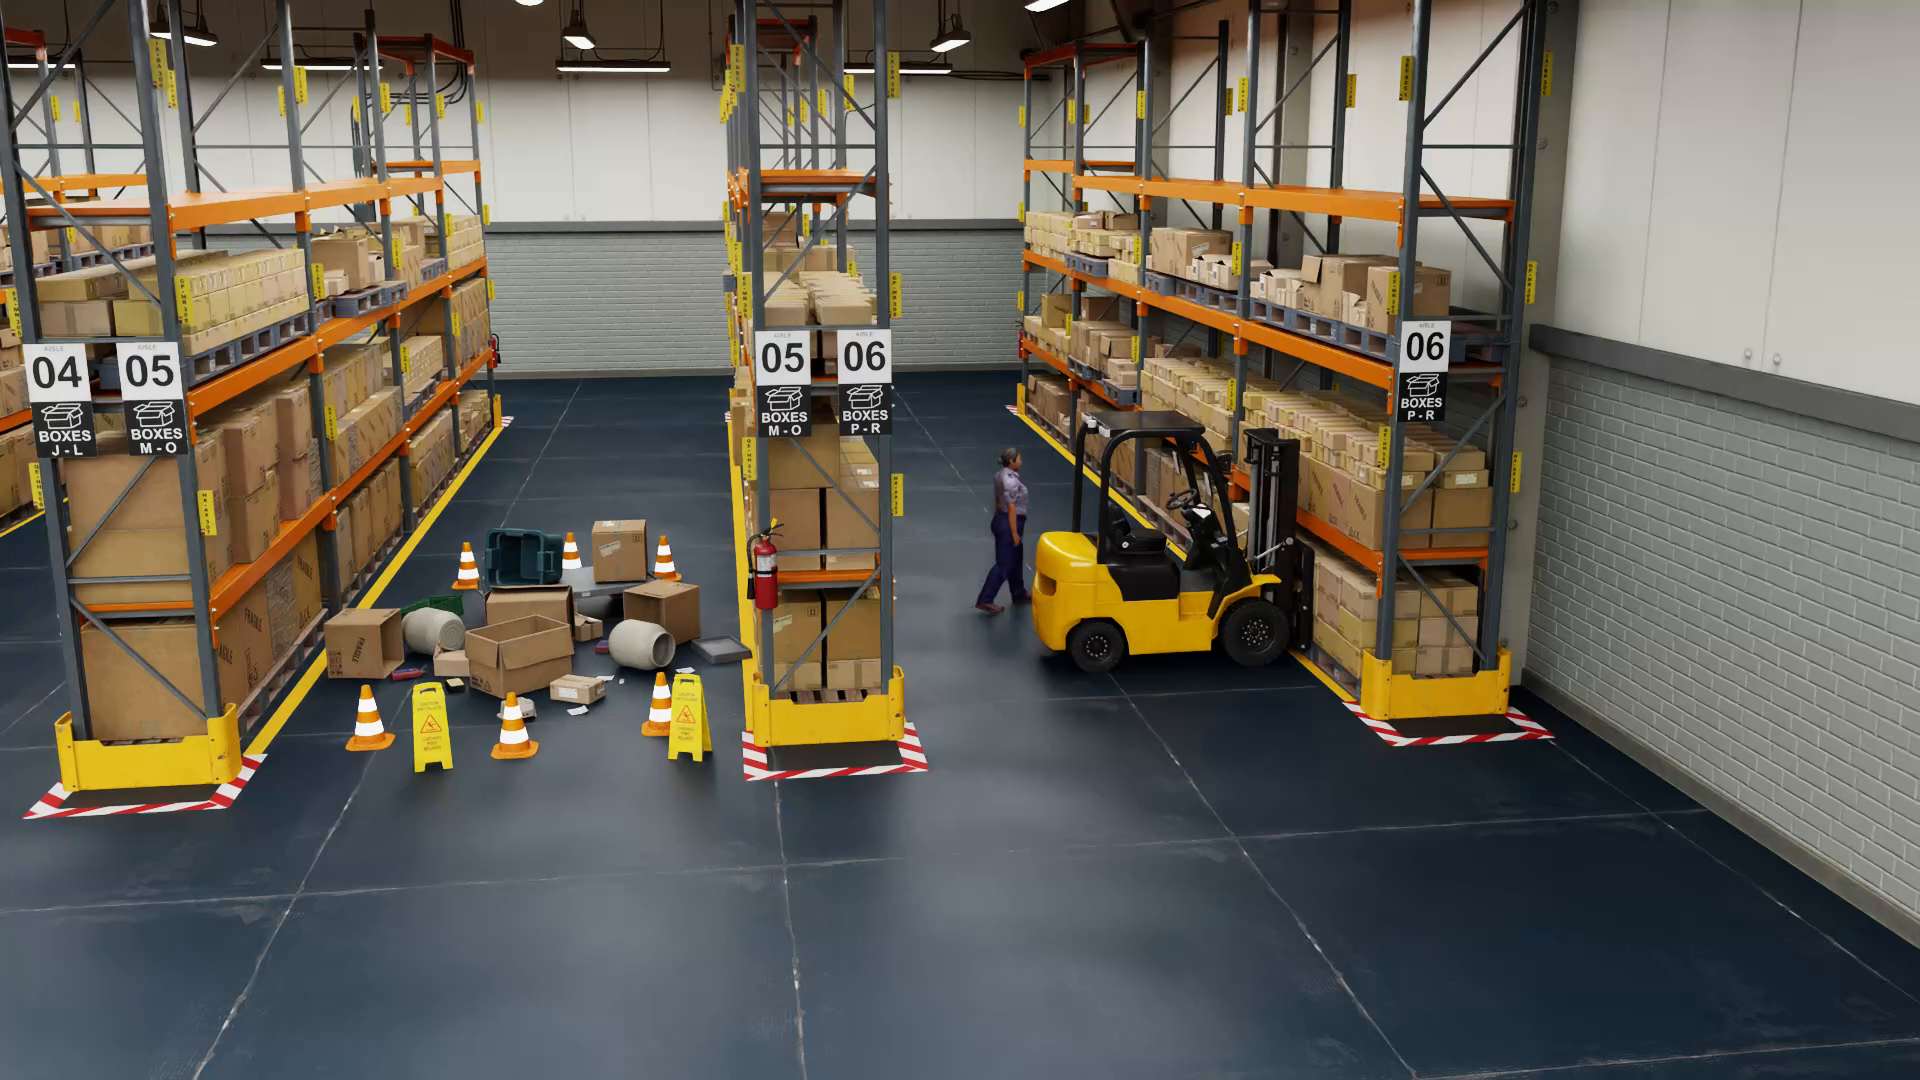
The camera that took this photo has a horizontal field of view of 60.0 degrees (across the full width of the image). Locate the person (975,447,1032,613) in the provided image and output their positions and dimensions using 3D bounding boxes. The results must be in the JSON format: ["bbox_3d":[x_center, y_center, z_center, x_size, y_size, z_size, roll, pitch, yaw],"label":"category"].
[{"bbox_3d":[0.489,-0.112,16.492,0.749,1.636,0.520,-3,14,-12],"label":"person"}]
